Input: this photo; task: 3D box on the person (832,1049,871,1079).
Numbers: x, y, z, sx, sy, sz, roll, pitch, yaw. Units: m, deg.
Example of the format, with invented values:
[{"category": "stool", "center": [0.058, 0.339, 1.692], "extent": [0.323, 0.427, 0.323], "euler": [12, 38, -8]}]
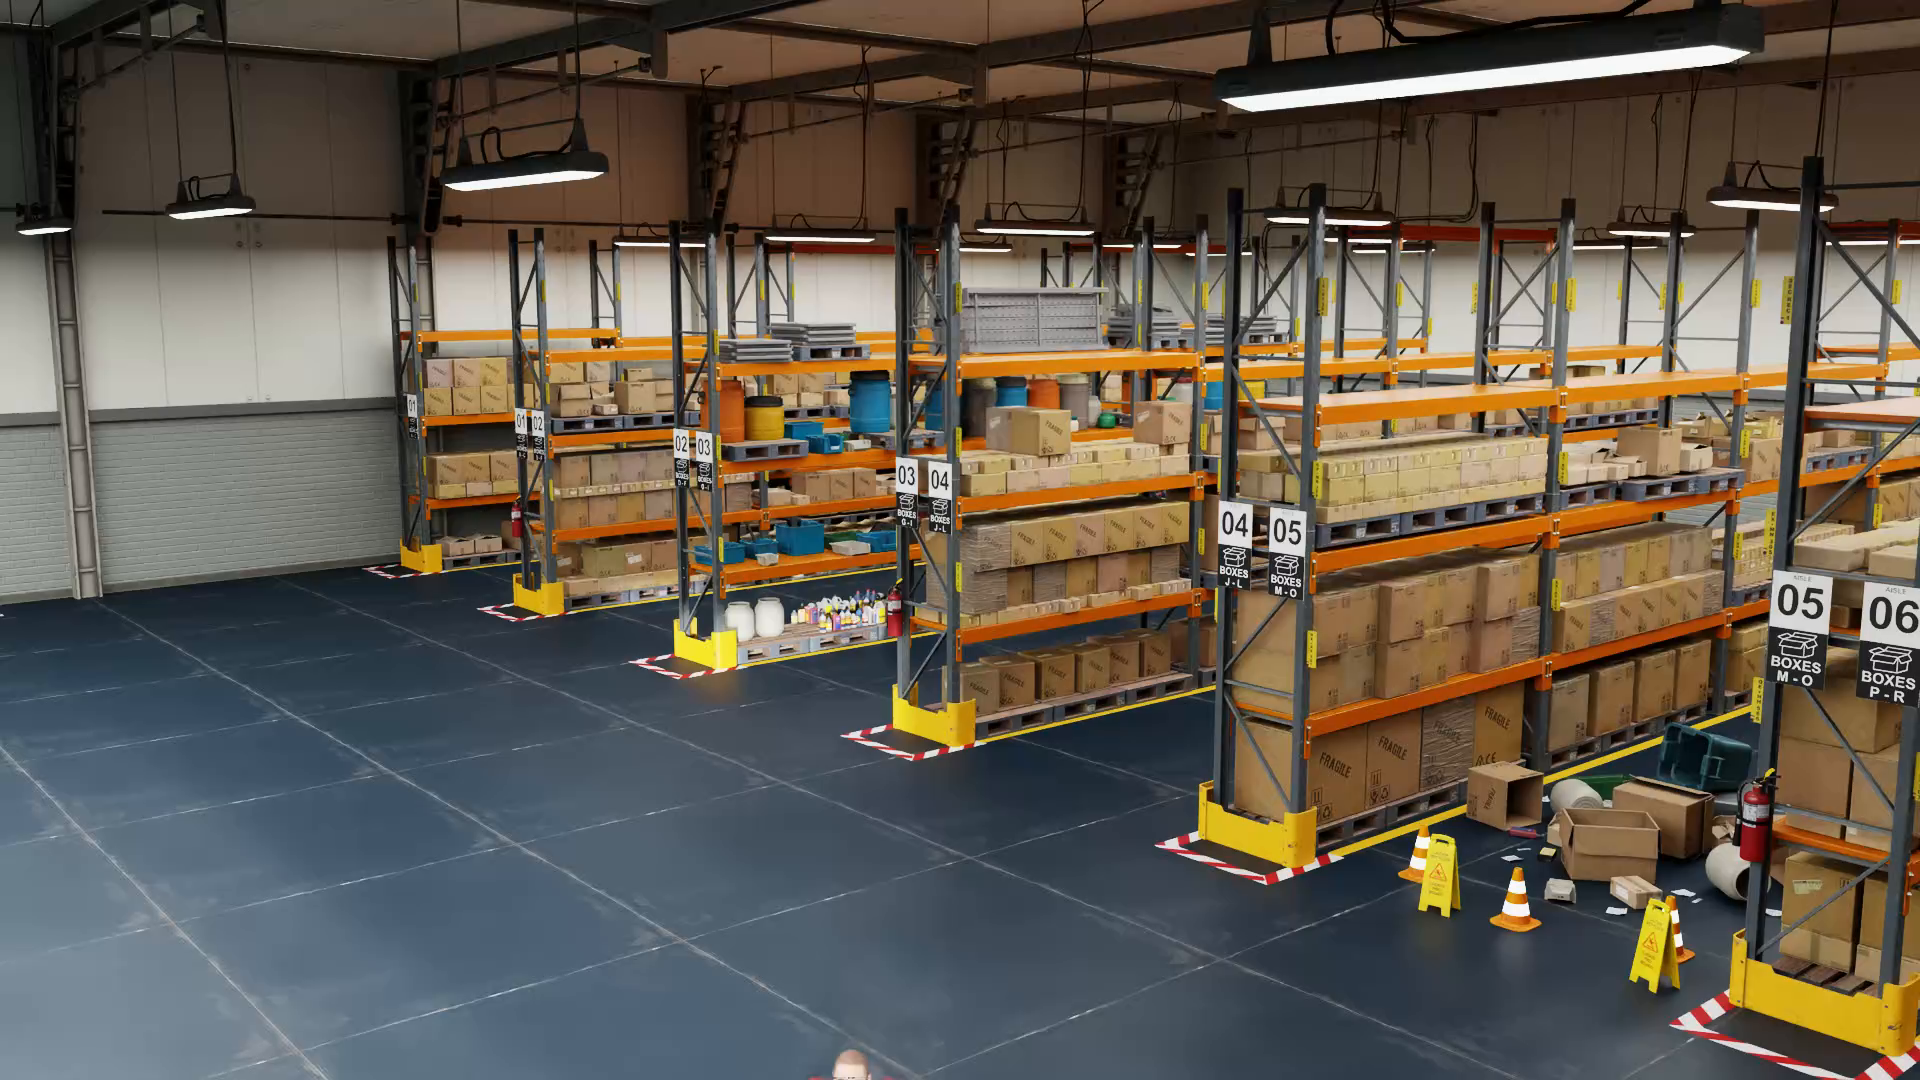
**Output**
[{"category": "person", "center": [-0.483, 3.168, 7.708], "extent": [0.585, 1.778, 0.917], "euler": [0, 9, -3]}]

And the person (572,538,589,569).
[{"category": "person", "center": [-6.581, -0.062, 28.687], "extent": [0.629, 1.705, 0.595], "euler": [-8, 12, -40]}]

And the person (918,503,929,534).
[{"category": "person", "center": [-0.563, -0.207, 27.760], "extent": [0.764, 1.773, 0.625], "euler": [-8, 12, -42]}]
